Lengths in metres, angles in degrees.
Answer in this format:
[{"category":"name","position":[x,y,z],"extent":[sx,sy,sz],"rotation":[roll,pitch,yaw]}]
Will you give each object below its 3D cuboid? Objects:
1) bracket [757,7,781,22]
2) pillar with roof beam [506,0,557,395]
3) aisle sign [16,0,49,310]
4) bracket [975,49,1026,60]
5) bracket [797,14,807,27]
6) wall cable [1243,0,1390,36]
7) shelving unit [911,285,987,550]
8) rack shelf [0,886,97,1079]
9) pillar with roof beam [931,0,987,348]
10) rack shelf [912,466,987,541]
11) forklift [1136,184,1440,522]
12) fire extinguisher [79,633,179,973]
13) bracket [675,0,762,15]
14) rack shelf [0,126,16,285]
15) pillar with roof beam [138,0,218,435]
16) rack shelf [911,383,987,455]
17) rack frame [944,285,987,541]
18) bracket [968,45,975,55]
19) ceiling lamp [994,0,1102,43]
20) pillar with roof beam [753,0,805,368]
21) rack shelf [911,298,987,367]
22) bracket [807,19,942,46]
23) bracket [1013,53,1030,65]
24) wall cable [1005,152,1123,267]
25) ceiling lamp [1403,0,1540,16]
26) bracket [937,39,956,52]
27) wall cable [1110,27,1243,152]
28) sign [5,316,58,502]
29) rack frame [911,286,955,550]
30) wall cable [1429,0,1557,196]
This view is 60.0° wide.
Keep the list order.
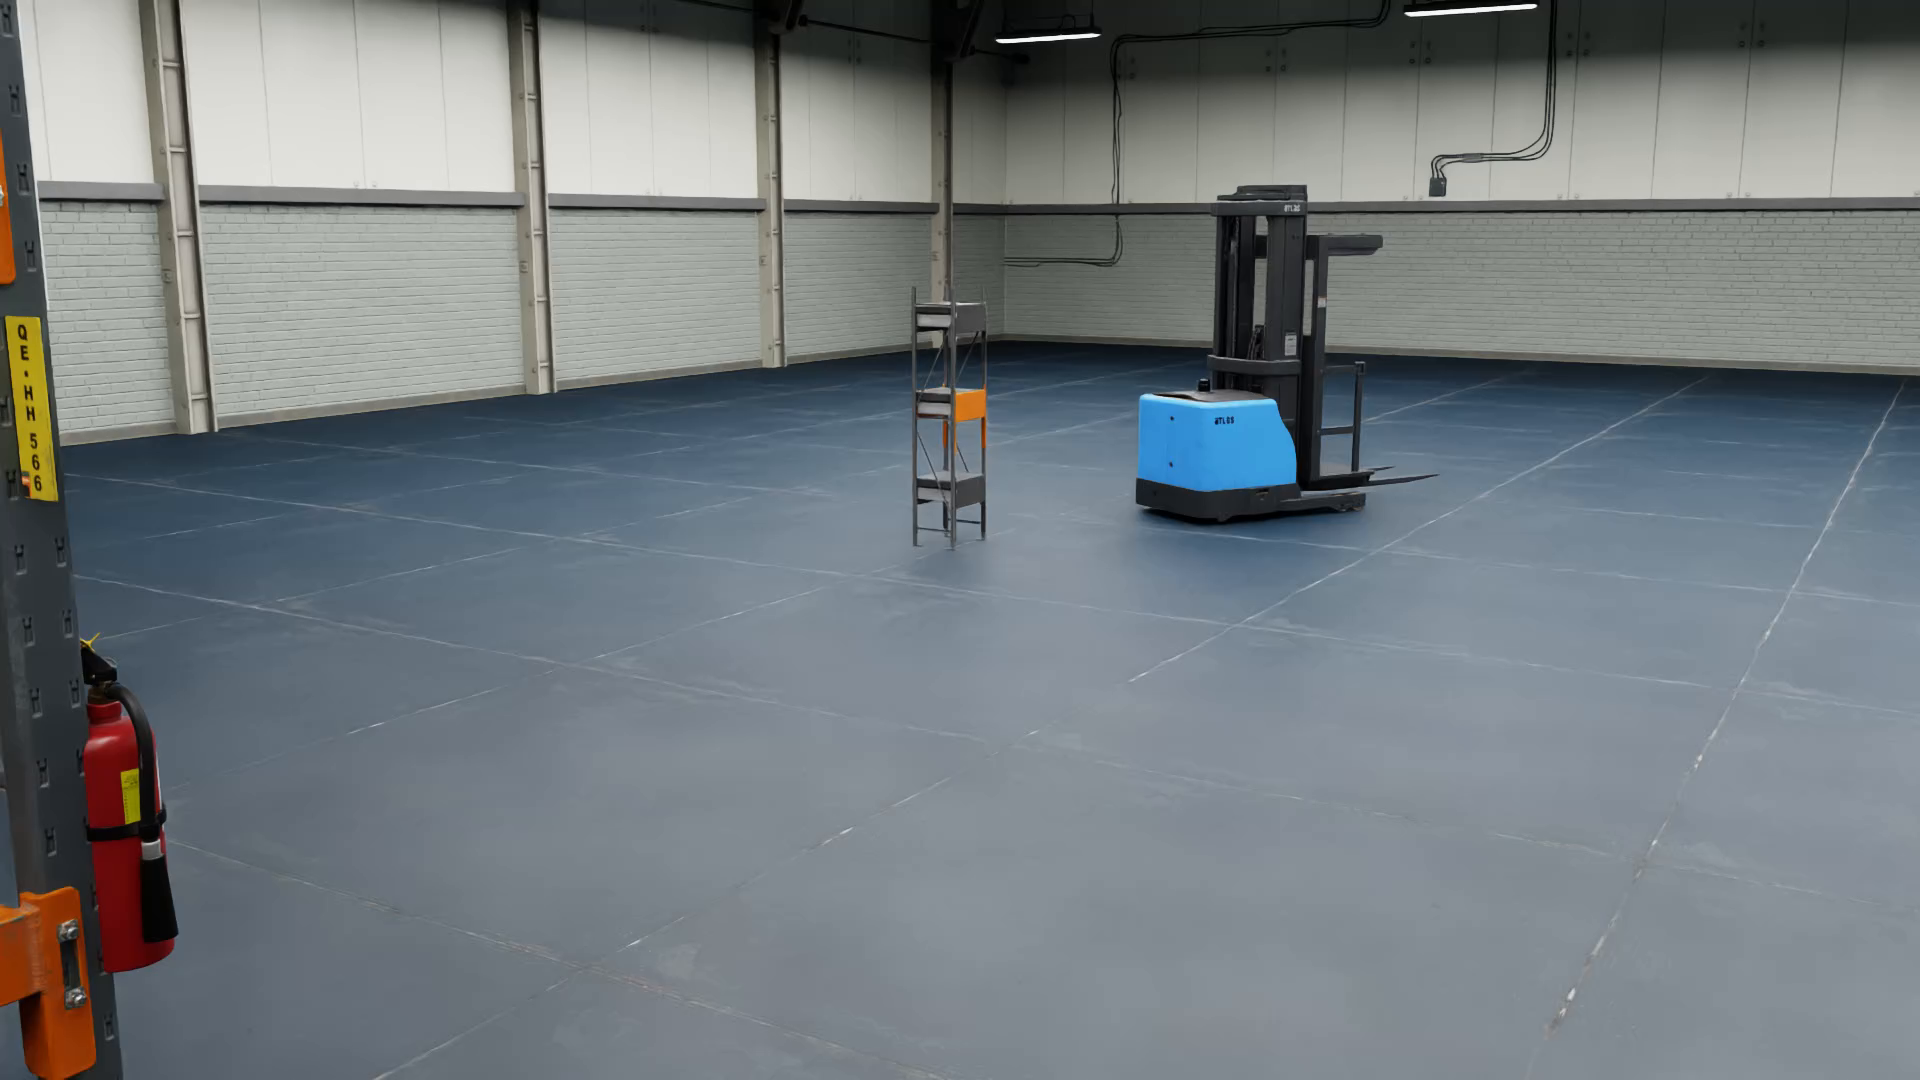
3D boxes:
[{"category":"bracket","position":[-3.411,-9.355,29.602],"extent":[0.235,0.232,0.430],"rotation":[6,12,31]},{"category":"pillar with roof beam","position":[-2.935,-6.330,23.226],"extent":[9.100,9.000,0.400],"rotation":[6,12,31]},{"category":"aisle sign","position":[-1.825,-0.823,3.051],"extent":[0.394,0.787,0.004],"rotation":[6,12,31]},{"category":"bracket","position":[1.058,-10.709,36.834],"extent":[0.076,0.066,3.189],"rotation":[6,12,31]},{"category":"bracket","position":[-2.981,-9.485,30.299],"extent":[0.235,0.232,0.430],"rotation":[6,12,31]},{"category":"wall cable","position":[7.232,-11.603,33.746],"extent":[3.097,2.526,0.112],"rotation":[6,12,31]},{"category":"shelving unit","position":[-0.086,-1.006,13.536],"extent":[0.431,2.100,0.503],"rotation":[6,12,31]},{"category":"rack shelf","position":[-3.152,1.104,1.777],"extent":[1.077,0.370,4.000],"rotation":[6,12,31]},{"category":"pillar with roof beam","position":[3.295,-8.217,33.307],"extent":[9.100,9.000,0.548],"rotation":[6,12,31]},{"category":"rack shelf","position":[-0.086,-0.305,13.668],"extent":[0.431,0.518,0.480],"rotation":[6,12,31]},{"category":"forklift","position":[3.154,-1.772,15.367],"extent":[3.031,2.935,1.130],"rotation":[-6,12,-29]},{"category":"fire extinguisher","position":[-1.661,0.499,3.259],"extent":[0.296,0.674,0.183],"rotation":[6,12,31]},{"category":"bracket","position":[-4.749,-8.950,27.438],"extent":[0.076,0.066,4.783],"rotation":[6,12,31]},{"category":"rack shelf","position":[-3.152,-0.371,1.501],"extent":[1.077,0.370,4.000],"rotation":[6,12,31]},{"category":"pillar with roof beam","position":[-6.050,-5.386,18.185],"extent":[9.100,9.000,0.400],"rotation":[6,12,31]},{"category":"rack shelf","position":[-0.086,-0.993,13.539],"extent":[0.431,0.518,0.480],"rotation":[6,12,31]},{"category":"rack frame","position":[0.041,-1.044,13.741],"extent":[0.400,2.100,0.015],"rotation":[6,12,31]},{"category":"bracket","position":[0.135,-10.429,35.340],"extent":[0.235,0.232,0.430],"rotation":[6,12,31]},{"category":"ceiling lamp","position":[1.669,-10.436,29.296],"extent":[2.000,3.185,0.800],"rotation":[6,12,31]},{"category":"pillar with roof beam","position":[0.180,-7.274,28.266],"extent":[9.100,9.000,0.548],"rotation":[6,12,31]},{"category":"rack shelf","position":[-0.086,-1.681,13.410],"extent":[0.431,0.518,0.480],"rotation":[6,12,31]},{"category":"bracket","position":[-1.634,-9.893,32.478],"extent":[0.076,0.066,4.783],"rotation":[6,12,31]},{"category":"bracket","position":[1.365,-10.802,37.331],"extent":[0.235,0.232,0.430],"rotation":[6,12,31]},{"category":"wall cable","position":[2.275,-7.439,37.589],"extent":[3.097,2.526,0.112],"rotation":[6,12,31]},{"category":"ceiling lamp","position":[7.985,-9.730,25.525],"extent":[2.000,3.185,0.800],"rotation":[6,12,31]},{"category":"bracket","position":[-0.296,-10.299,34.642],"extent":[0.235,0.232,0.430],"rotation":[6,12,31]},{"category":"wall cable","position":[4.587,-9.663,35.744],"extent":[3.097,2.526,0.112],"rotation":[6,12,31]},{"category":"sign","position":[-1.650,-0.233,2.956],"extent":[0.100,0.325,0.005],"rotation":[6,12,31]},{"category":"rack frame","position":[-0.213,-0.968,13.331],"extent":[0.400,2.100,0.015],"rotation":[6,12,31]},{"category":"wall cable","position":[10.381,-9.728,32.133],"extent":[2.305,6.003,0.169],"rotation":[6,12,31]}]
